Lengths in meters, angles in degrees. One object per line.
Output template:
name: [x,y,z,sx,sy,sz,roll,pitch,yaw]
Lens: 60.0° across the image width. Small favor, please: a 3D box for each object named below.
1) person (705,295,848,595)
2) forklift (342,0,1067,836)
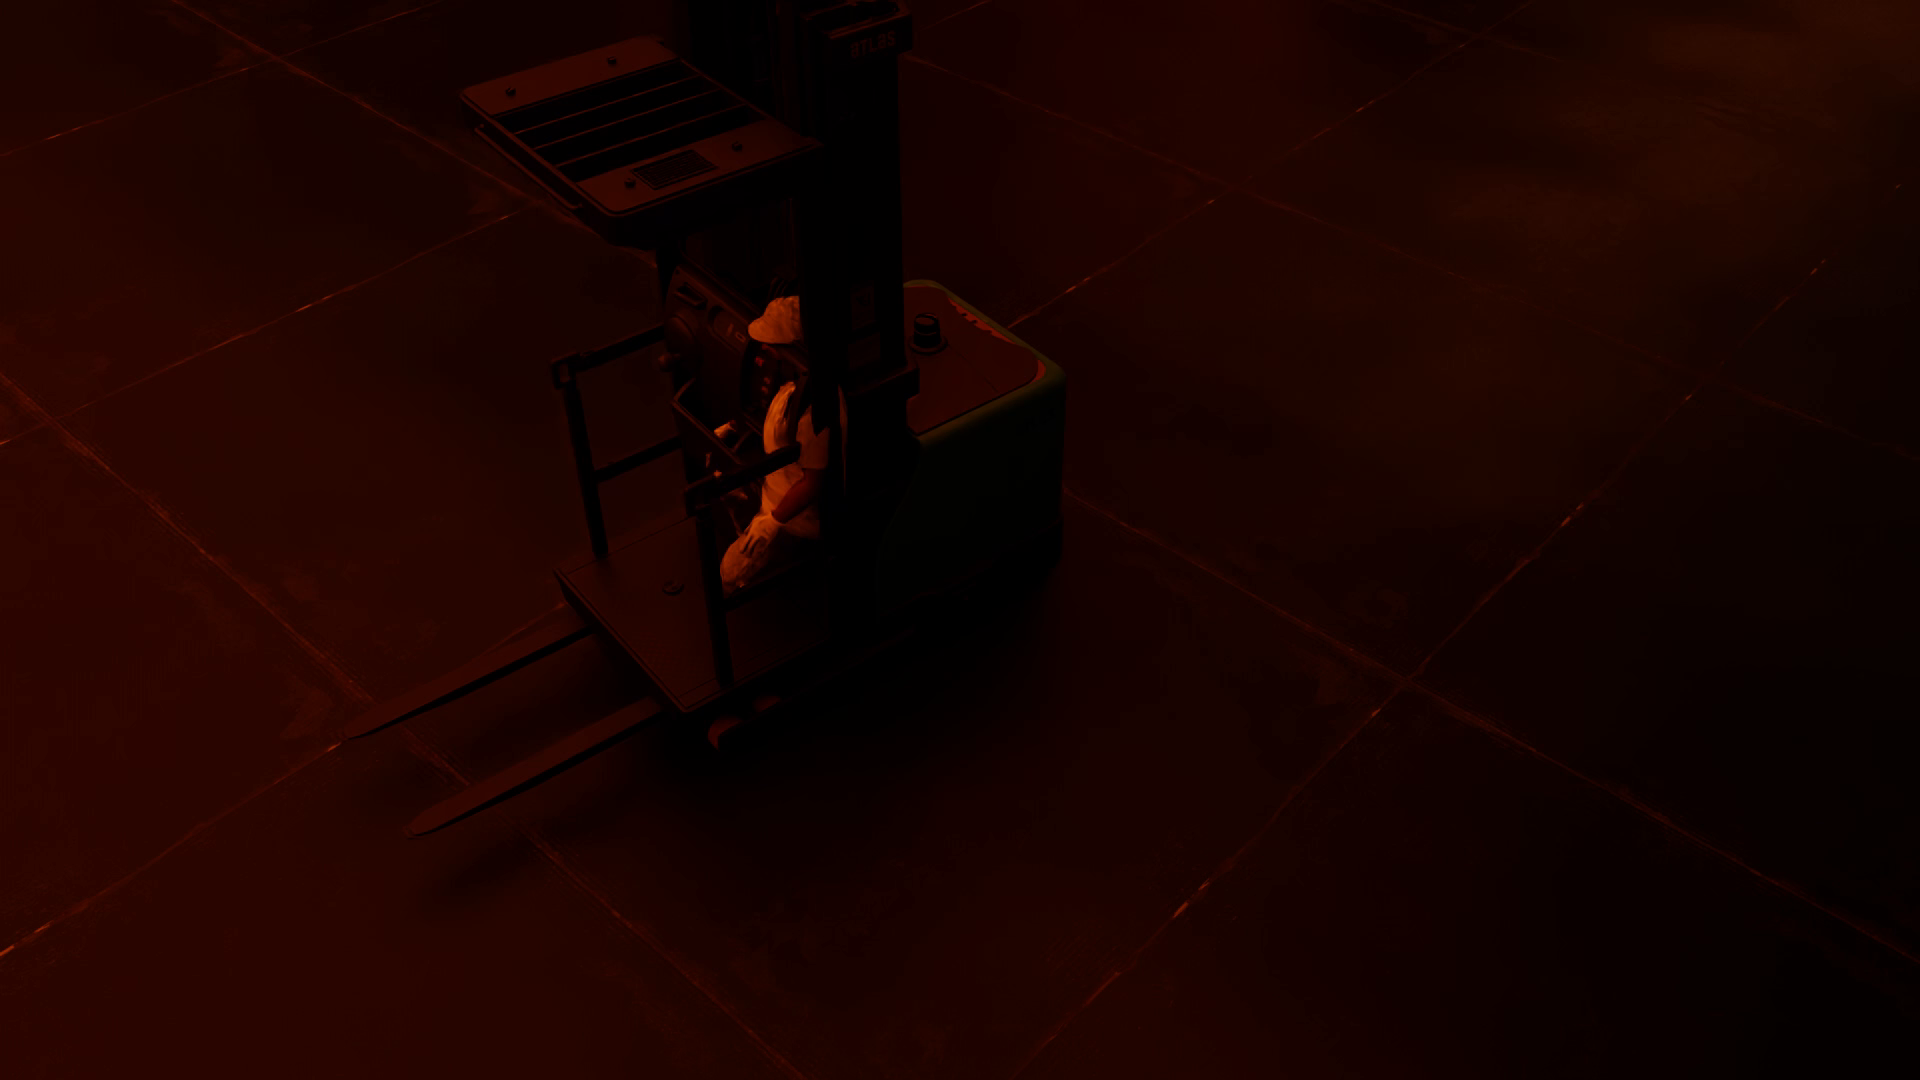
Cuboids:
person: [-0.780,-0.297,6.516,0.721,1.514,0.819,-1,41,-1]
forklift: [-1.013,-0.644,6.179,3.031,2.935,1.130,-27,48,-28]
